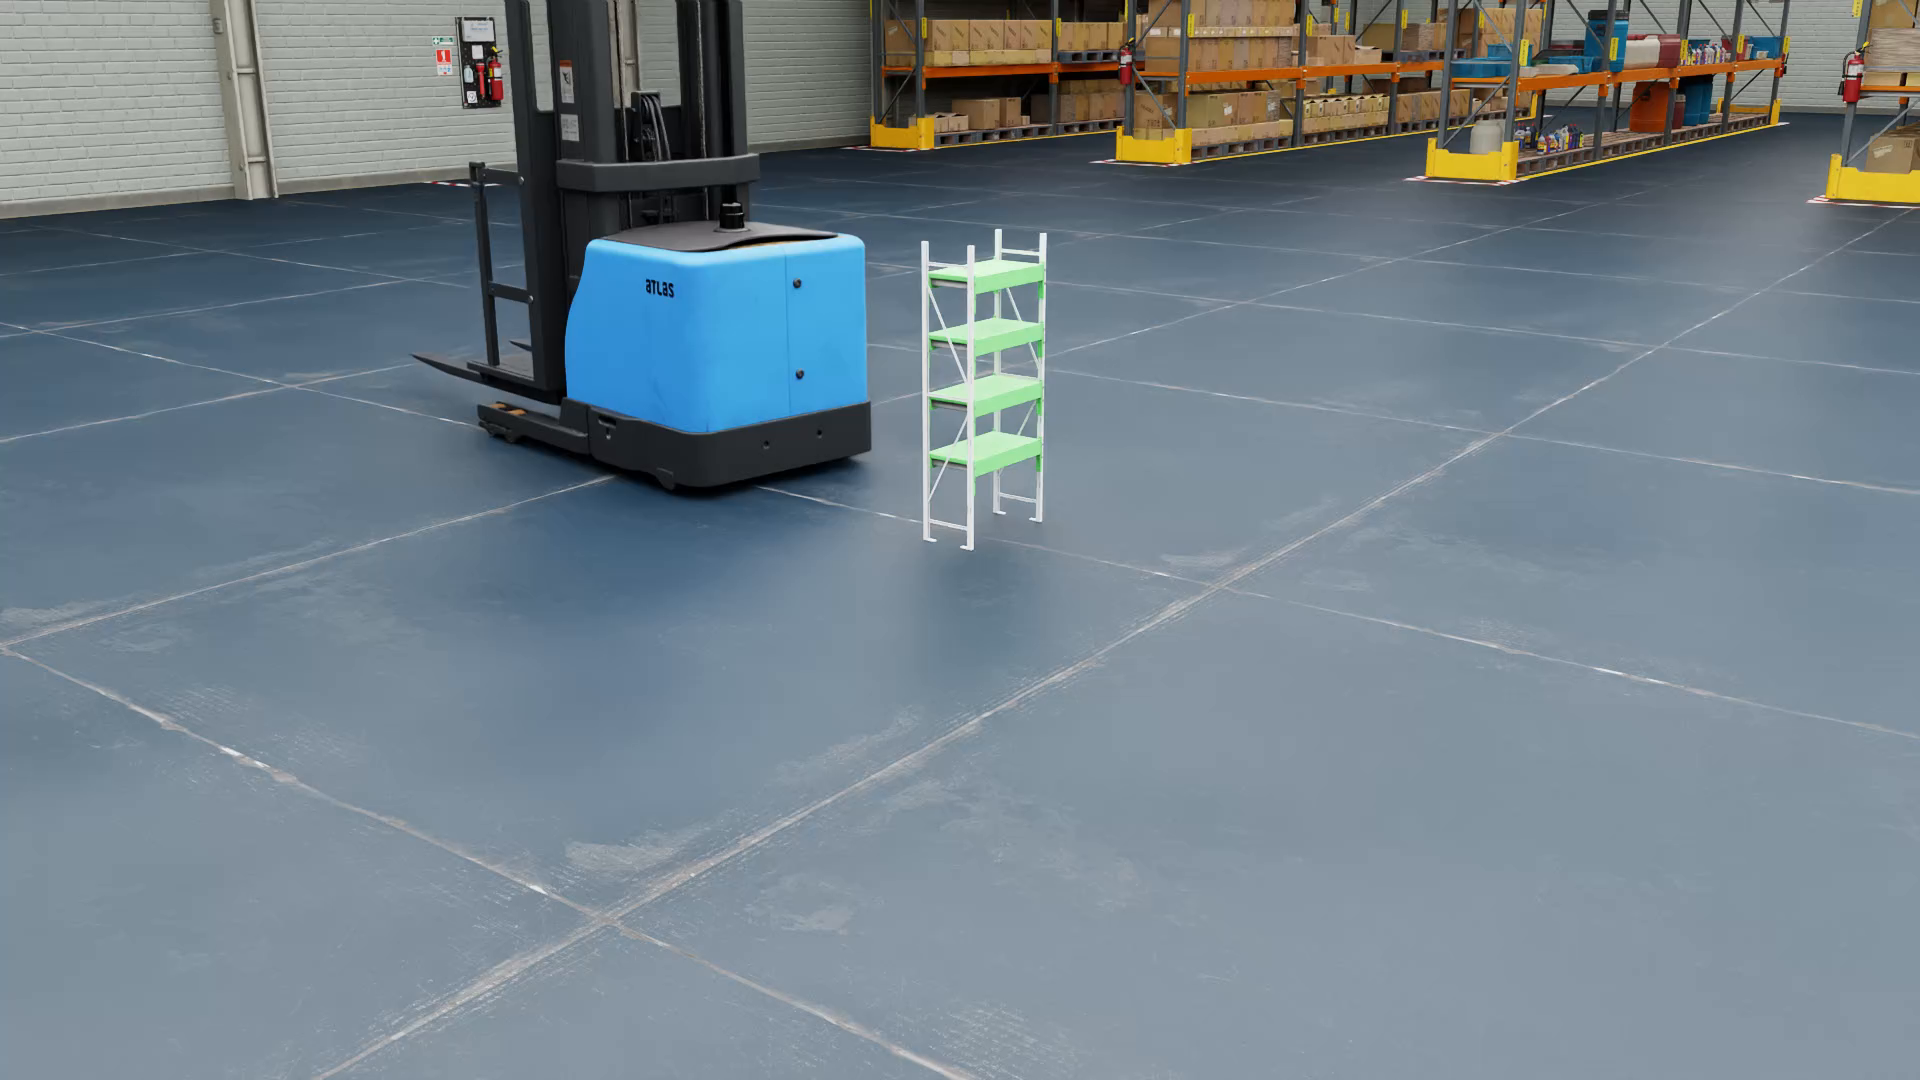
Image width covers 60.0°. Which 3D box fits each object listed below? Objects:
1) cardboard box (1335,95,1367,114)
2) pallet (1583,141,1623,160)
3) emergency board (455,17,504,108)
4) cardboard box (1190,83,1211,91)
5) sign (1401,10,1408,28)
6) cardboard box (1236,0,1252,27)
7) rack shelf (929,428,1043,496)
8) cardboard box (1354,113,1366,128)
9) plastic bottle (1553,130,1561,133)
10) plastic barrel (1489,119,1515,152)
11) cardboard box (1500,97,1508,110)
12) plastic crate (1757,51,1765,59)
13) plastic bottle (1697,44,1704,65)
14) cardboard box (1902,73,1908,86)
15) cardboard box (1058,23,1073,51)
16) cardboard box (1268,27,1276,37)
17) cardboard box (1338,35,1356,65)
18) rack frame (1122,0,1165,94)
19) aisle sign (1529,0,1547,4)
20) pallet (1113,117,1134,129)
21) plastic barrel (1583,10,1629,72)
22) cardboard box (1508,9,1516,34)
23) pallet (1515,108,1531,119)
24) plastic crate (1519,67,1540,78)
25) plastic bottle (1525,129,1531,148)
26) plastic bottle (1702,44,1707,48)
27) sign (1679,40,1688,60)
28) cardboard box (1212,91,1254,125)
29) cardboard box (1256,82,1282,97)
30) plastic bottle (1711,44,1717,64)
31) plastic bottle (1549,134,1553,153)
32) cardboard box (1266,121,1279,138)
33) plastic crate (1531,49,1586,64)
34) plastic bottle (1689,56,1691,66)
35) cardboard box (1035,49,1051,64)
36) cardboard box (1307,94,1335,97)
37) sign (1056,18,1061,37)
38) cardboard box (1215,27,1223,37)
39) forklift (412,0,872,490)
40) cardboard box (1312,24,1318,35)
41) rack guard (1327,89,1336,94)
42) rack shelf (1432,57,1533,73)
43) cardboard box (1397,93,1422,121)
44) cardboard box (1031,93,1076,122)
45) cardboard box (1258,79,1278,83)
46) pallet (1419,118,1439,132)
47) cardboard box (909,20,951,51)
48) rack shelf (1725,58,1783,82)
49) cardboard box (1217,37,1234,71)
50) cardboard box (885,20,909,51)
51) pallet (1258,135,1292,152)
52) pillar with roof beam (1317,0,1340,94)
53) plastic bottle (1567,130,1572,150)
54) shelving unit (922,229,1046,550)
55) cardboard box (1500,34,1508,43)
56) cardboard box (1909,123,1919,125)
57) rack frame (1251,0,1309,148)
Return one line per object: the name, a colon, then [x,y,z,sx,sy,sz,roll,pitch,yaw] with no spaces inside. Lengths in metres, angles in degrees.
cardboard box: [6.998,-7.859,29.976,0.500,0.311,0.500,12,21,34]
pallet: [9.749,-6.150,26.192,1.003,0.211,1.213,12,21,35]
emergency board: [-6.383,-6.394,22.277,0.194,1.169,0.643,12,21,35]
cardboard box: [4.810,-9.524,35.273,0.750,0.750,0.750,12,21,34]
sign: [8.167,-9.572,30.558,0.100,0.325,0.005,12,21,35]
cardboard box: [4.180,-8.366,26.269,0.700,0.500,0.500,12,21,35]
rack shelf: [0.099,-0.322,6.783,0.258,0.148,0.480,12,21,35]
cardboard box: [6.996,-7.593,30.065,0.500,0.250,0.500,13,21,36]
plastic bottle: [8.912,-5.967,24.752,0.152,0.276,0.135,12,21,35]
plastic barrel: [7.558,-5.637,23.325,0.421,0.512,0.421,0,17,0]
cardboard box: [11.770,-9.525,36.253,0.500,0.250,0.500,12,21,35]
plastic crate: [15.937,-9.756,33.445,0.396,0.136,0.243,12,21,35]
plastic bottle: [13.138,-8.630,29.561,0.144,0.351,0.185,12,21,35]
cardboard box: [11.060,-5.504,19.832,0.380,0.149,0.250,12,21,35]
cardboard box: [1.686,-9.411,31.082,0.700,0.500,0.500,12,21,35]
cardboard box: [4.888,-8.235,26.941,0.380,0.149,0.250,12,21,35]
cardboard box: [6.733,-8.762,29.732,0.500,0.500,0.500,11,20,32]
rack frame: [3.739,-9.991,33.859,1.000,3.000,0.127,12,21,35]
aisle sign: [12.773,-12.226,36.671,0.394,0.787,0.004,12,21,35]
pallet: [3.272,-8.474,33.674,1.003,0.211,1.213,12,21,35]
plastic barrel: [9.786,-7.566,25.203,0.600,0.901,0.708,12,21,35]
cardboard box: [11.530,-11.026,35.336,0.500,0.500,0.500,13,22,36]
pallet: [11.967,-9.482,36.922,1.003,0.211,1.213,12,21,35]
plastic crate: [7.720,-6.365,22.628,0.298,0.136,0.250,12,21,35]
plastic bottle: [8.508,-6.020,24.930,0.097,0.271,0.097,0,17,0]
plastic bottle: [13.568,-8.874,30.346,0.144,0.351,0.185,12,21,35]
sign: [12.141,-8.223,27.890,0.100,0.325,0.005,12,21,35]
cardboard box: [4.347,-6.902,26.575,0.500,0.500,0.500,12,21,35]
cardboard box: [6.952,-10.230,38.134,0.700,0.500,0.500,12,21,34]
plastic bottle: [13.684,-8.849,30.264,0.144,0.351,0.185,12,21,35]
plastic bottle: [8.464,-5.701,23.901,0.097,0.271,0.097,0,17,0]
cardboard box: [4.930,-6.785,27.463,0.500,0.250,0.500,12,21,35]
plastic crate: [8.898,-7.156,24.834,0.767,0.338,0.504,12,21,35]
plastic bottle: [12.659,-8.356,28.930,0.097,0.201,0.097,0,17,0]
cardboard box: [1.317,-8.810,30.275,0.500,0.250,0.500,12,21,35]
cardboard box: [6.560,-7.951,30.273,0.500,0.311,0.500,12,21,33]
sign: [1.796,-9.358,30.360,0.100,0.325,0.005,12,21,35]
cardboard box: [3.817,-7.806,25.562,0.380,0.149,0.250,12,21,34]
forklift: [-1.801,-1.978,8.173,1.130,2.935,3.031,-16,23,-41]
cardboard box: [7.785,-11.741,38.989,0.980,0.700,0.700,12,21,34]
rack guard: [8.520,-10.708,40.384,1.175,0.500,0.348,12,21,35]
rack shelf: [11.295,-10.202,35.752,1.077,0.370,4.000,12,21,35]
cardboard box: [8.528,-8.317,31.940,0.500,0.500,0.500,12,21,33]
cardboard box: [1.781,-8.233,31.671,0.700,0.500,0.500,13,22,37]
cardboard box: [7.001,-10.470,37.813,0.380,0.149,0.250,13,22,37]
pallet: [8.922,-8.245,32.940,1.003,0.211,1.213,12,21,35]
cardboard box: [-0.502,-8.442,27.826,0.500,0.500,0.500,12,21,35]
rack shelf: [15.270,-9.326,32.930,1.077,0.370,4.000,12,21,35]
cardboard box: [3.851,-7.611,26.026,0.700,0.500,0.500,13,21,35]
cardboard box: [-0.917,-8.532,28.114,0.500,0.500,0.500,12,21,34]
pallet: [4.829,-6.650,27.803,1.003,0.211,1.213,12,21,35]
pillar with roof beam: [12.877,-14.797,39.219,9.100,9.000,0.400,12,21,35]
plastic bottle: [8.982,-5.904,24.538,0.061,0.283,0.133,14,22,38]
shelving unit: [0.099,-0.612,6.693,0.258,1.200,0.503,12,21,35]
cardboard box: [11.228,-10.432,35.109,0.500,0.500,0.500,12,21,34]
cardboard box: [13.019,-5.331,22.360,0.500,0.500,0.500,12,21,33]
rack frame: [5.336,-8.164,27.975,1.000,3.000,0.127,12,21,35]
